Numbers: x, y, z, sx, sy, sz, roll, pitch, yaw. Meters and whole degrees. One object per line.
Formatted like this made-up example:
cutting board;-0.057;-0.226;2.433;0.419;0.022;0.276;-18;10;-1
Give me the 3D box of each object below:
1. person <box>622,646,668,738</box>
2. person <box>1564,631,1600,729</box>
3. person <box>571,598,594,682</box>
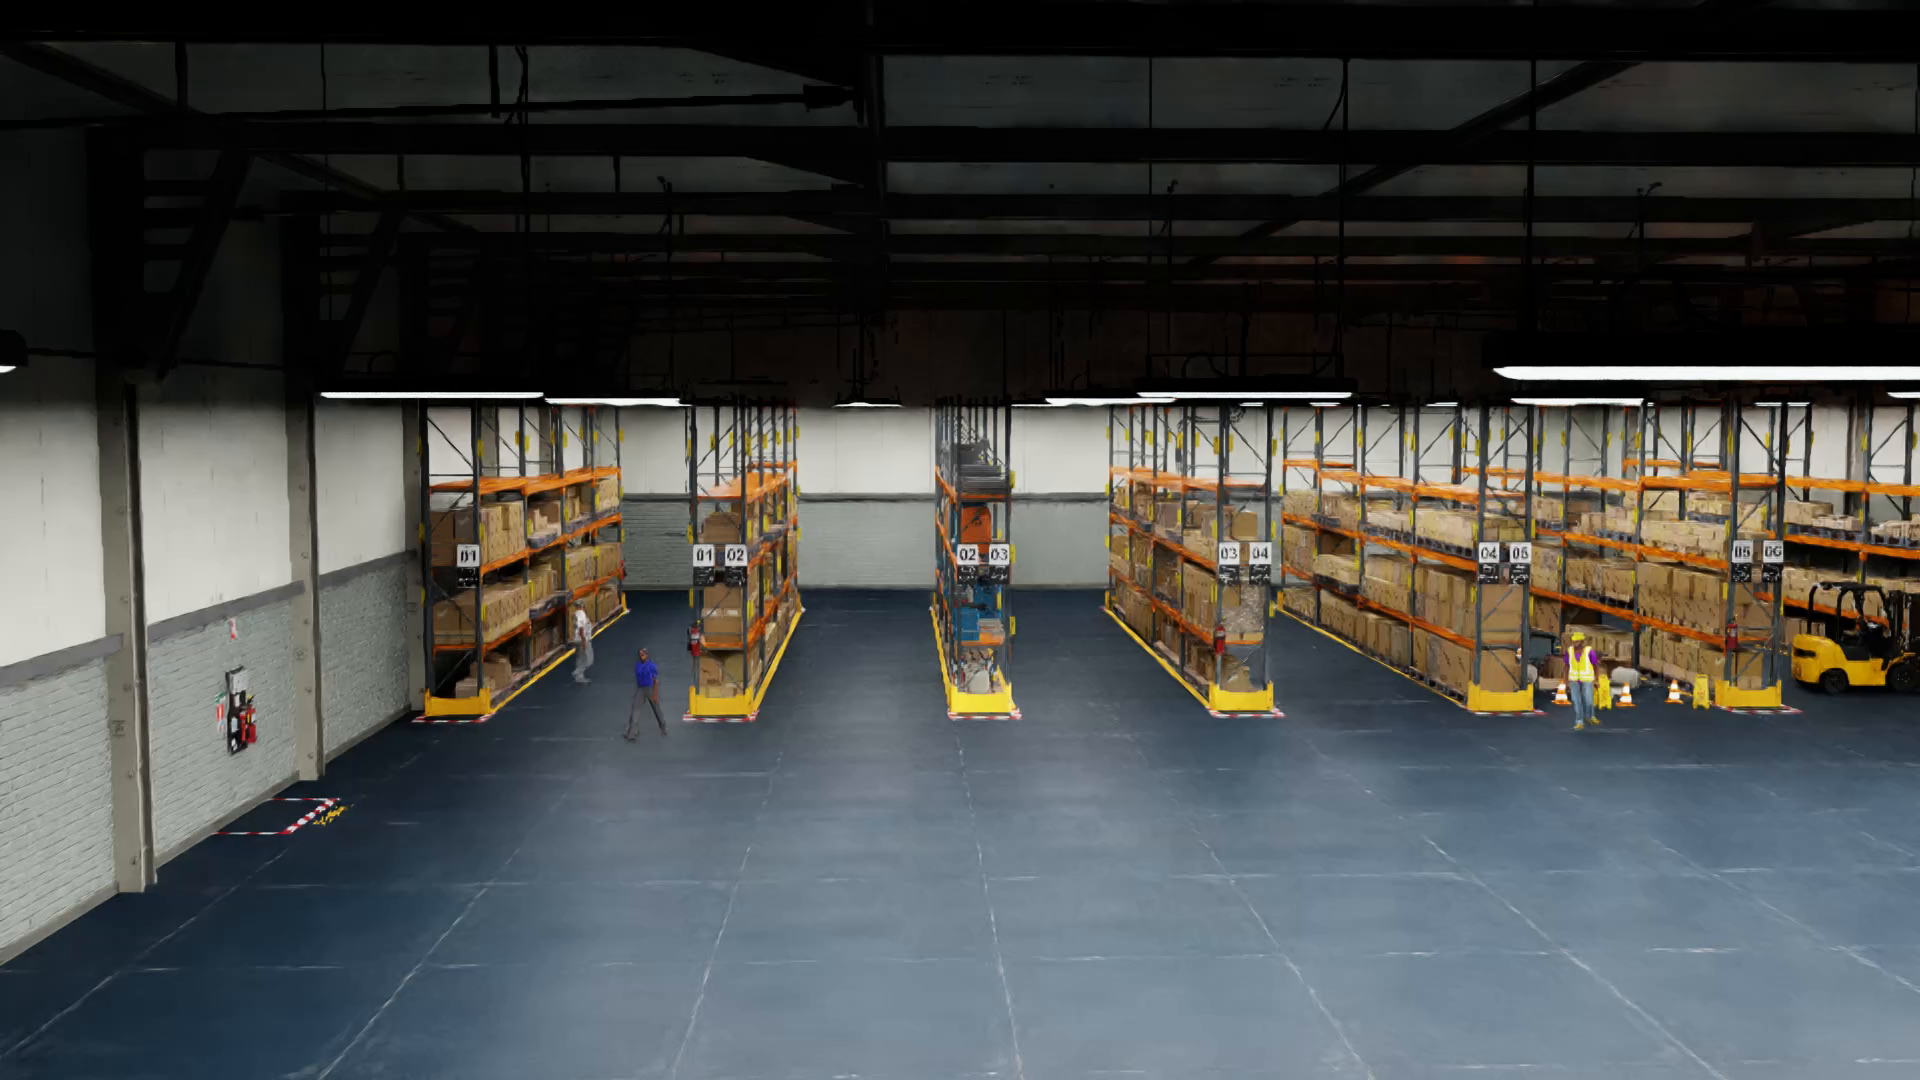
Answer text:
person;-5.469;2.640;28.966;0.492;1.602;0.932;2;5;22
person;11.135;2.506;29.786;0.615;1.759;0.550;3;5;35
person;-7.937;2.108;34.789;0.468;1.754;0.586;-2;5;-29
